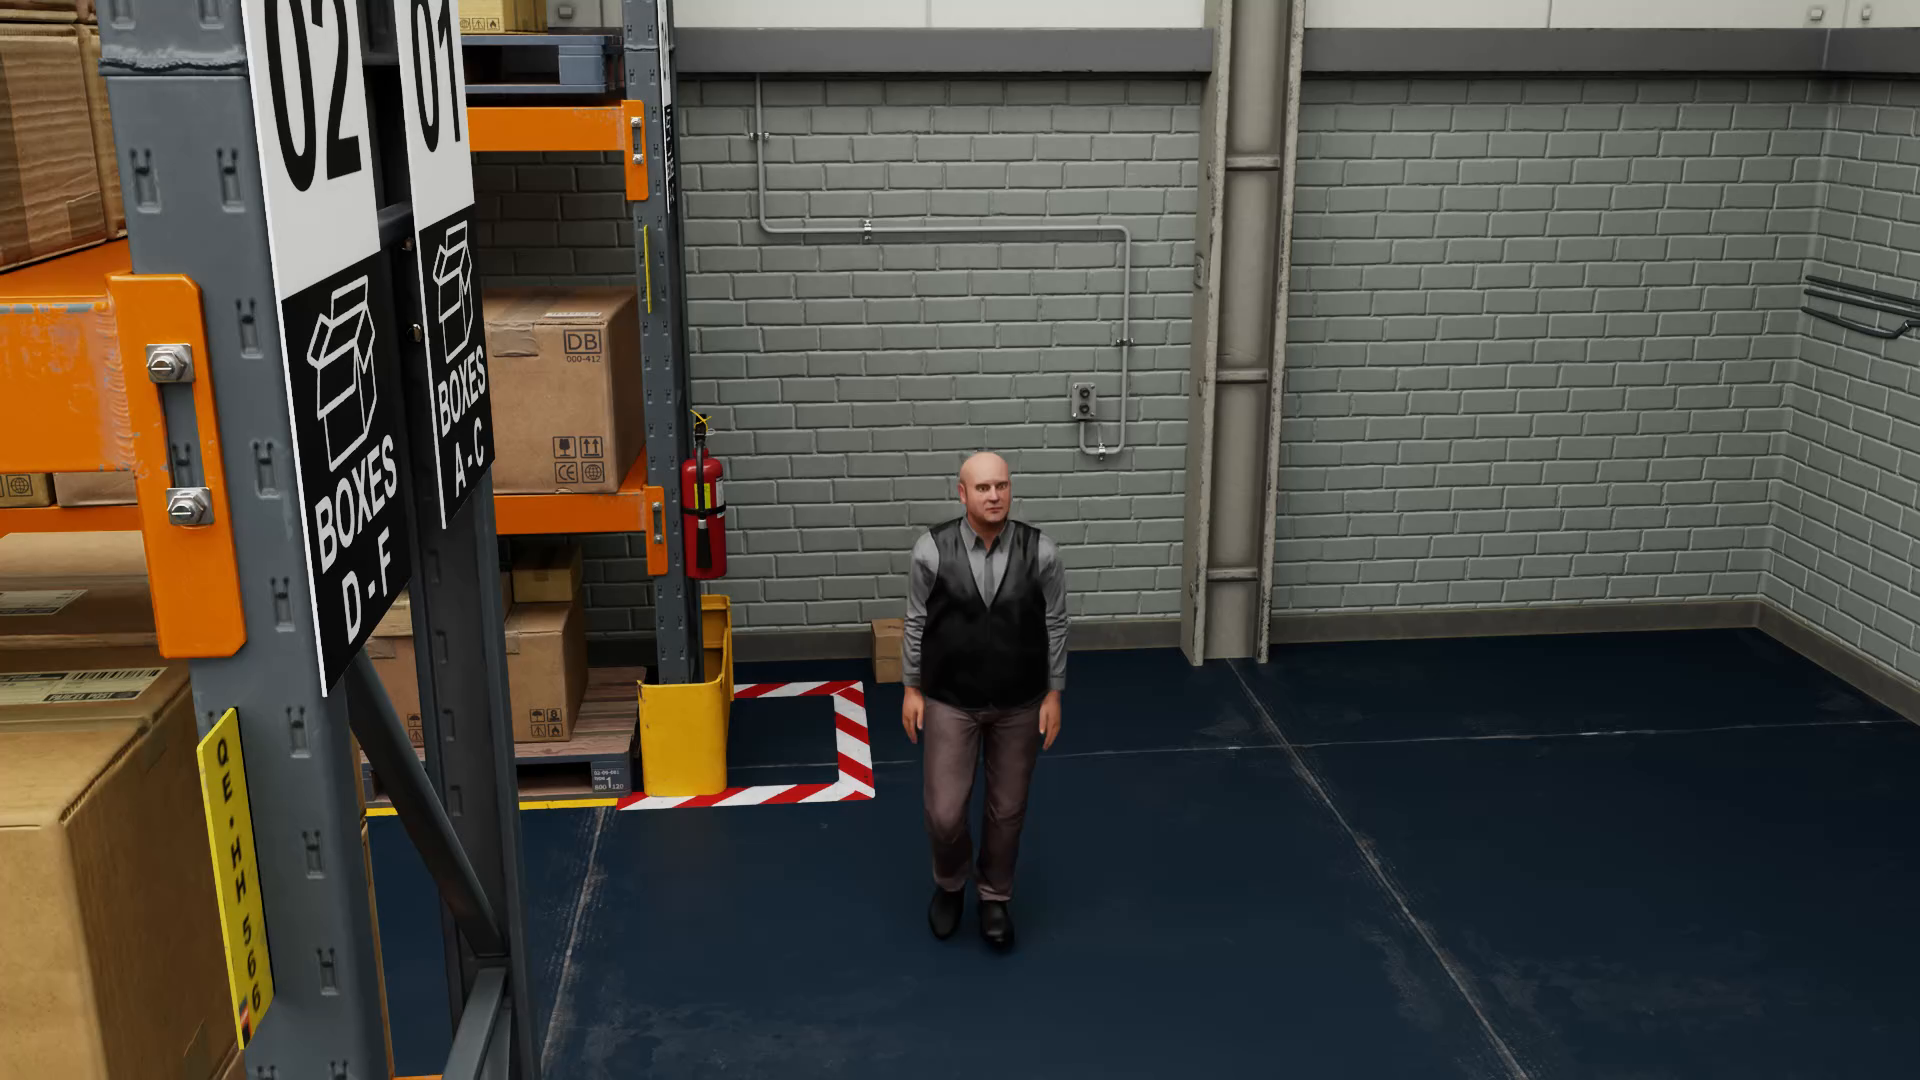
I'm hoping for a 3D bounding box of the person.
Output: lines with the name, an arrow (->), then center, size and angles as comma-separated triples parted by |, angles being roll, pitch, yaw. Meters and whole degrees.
person -> 0.094, 0.573, 5.599 | 0.564, 1.739, 0.458 | -2, 17, -6
